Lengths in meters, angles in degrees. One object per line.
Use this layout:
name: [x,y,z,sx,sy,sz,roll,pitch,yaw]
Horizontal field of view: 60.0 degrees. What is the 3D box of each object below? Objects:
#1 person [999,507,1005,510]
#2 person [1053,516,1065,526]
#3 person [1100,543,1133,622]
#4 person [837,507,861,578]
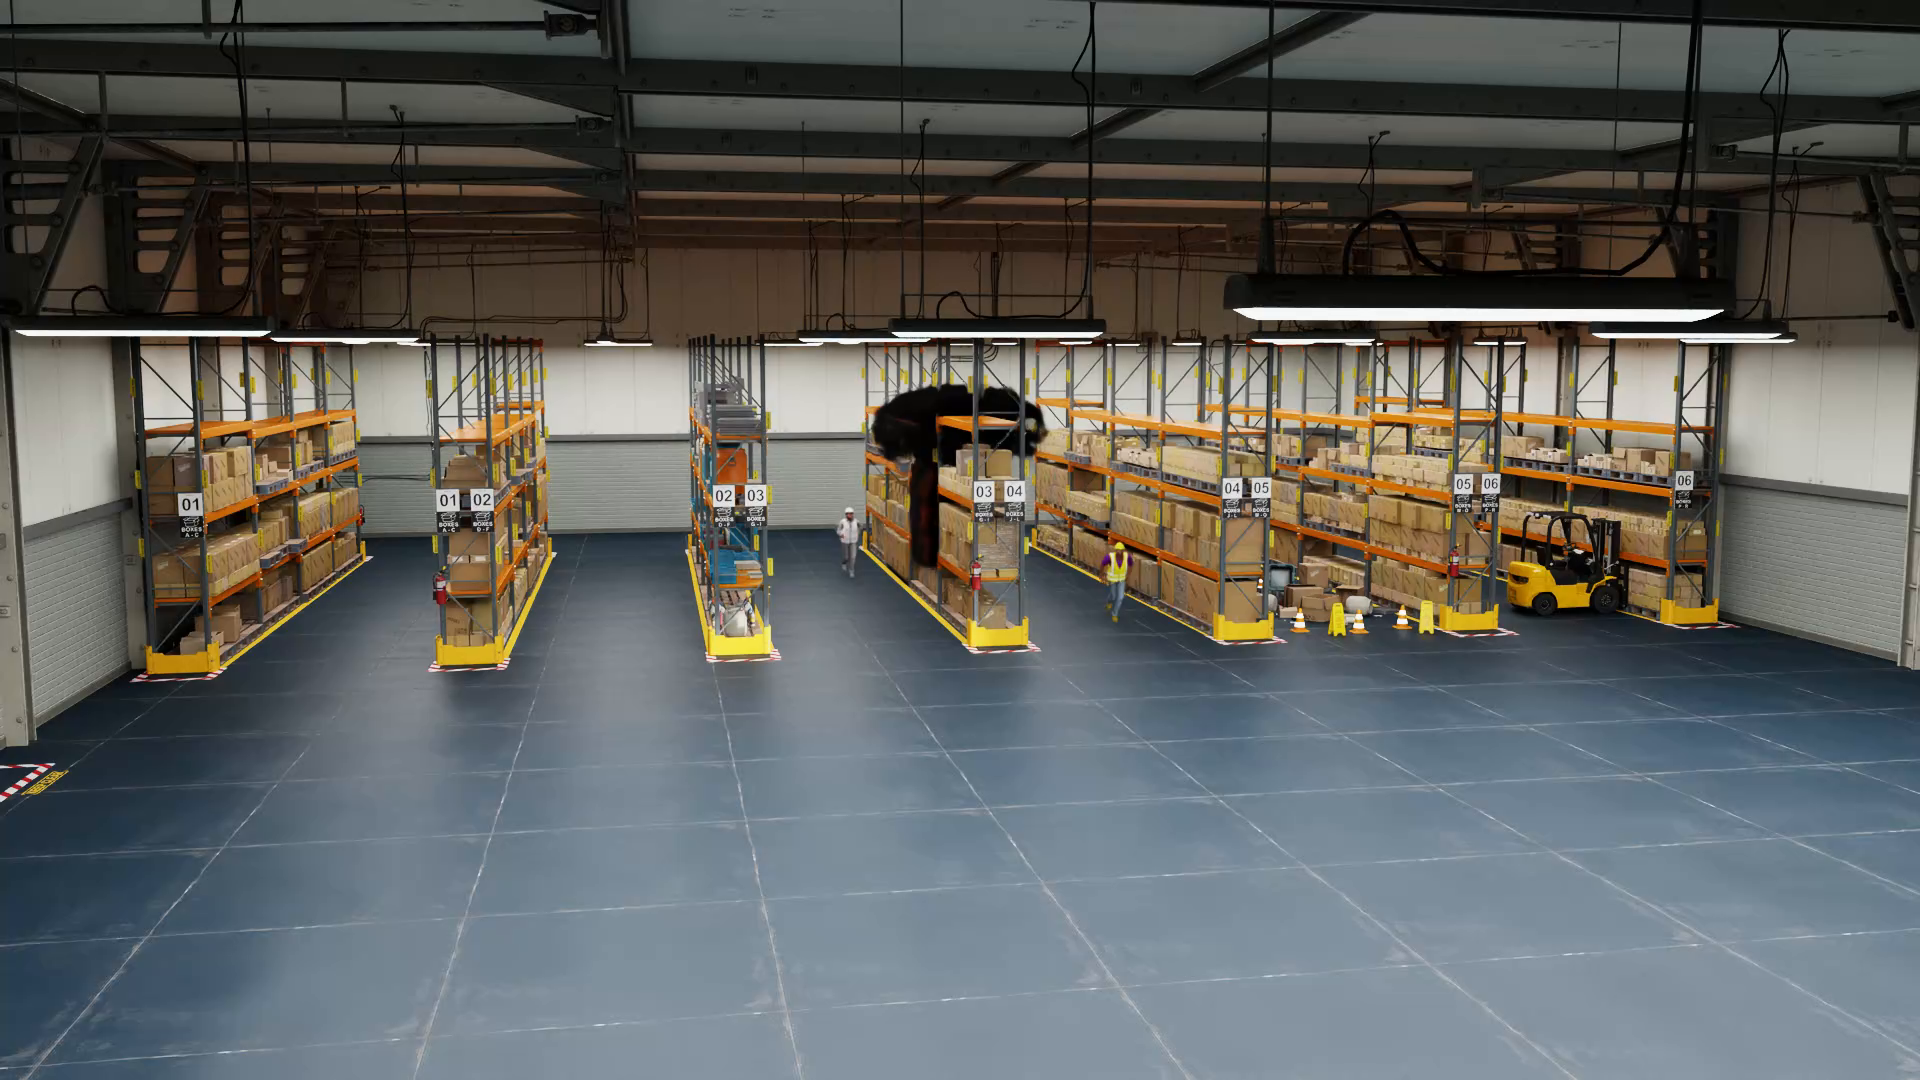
person: [1.240,-0.684,48.479,0.710,1.736,0.592,1,7,6]
person: [3.066,-0.823,49.671,0.550,1.724,0.748,2,7,17]
person: [3.312,0.874,35.228,0.698,1.694,0.852,-2,7,-13]
person: [-2.801,0.042,42.038,0.650,1.754,0.876,-2,7,-14]
